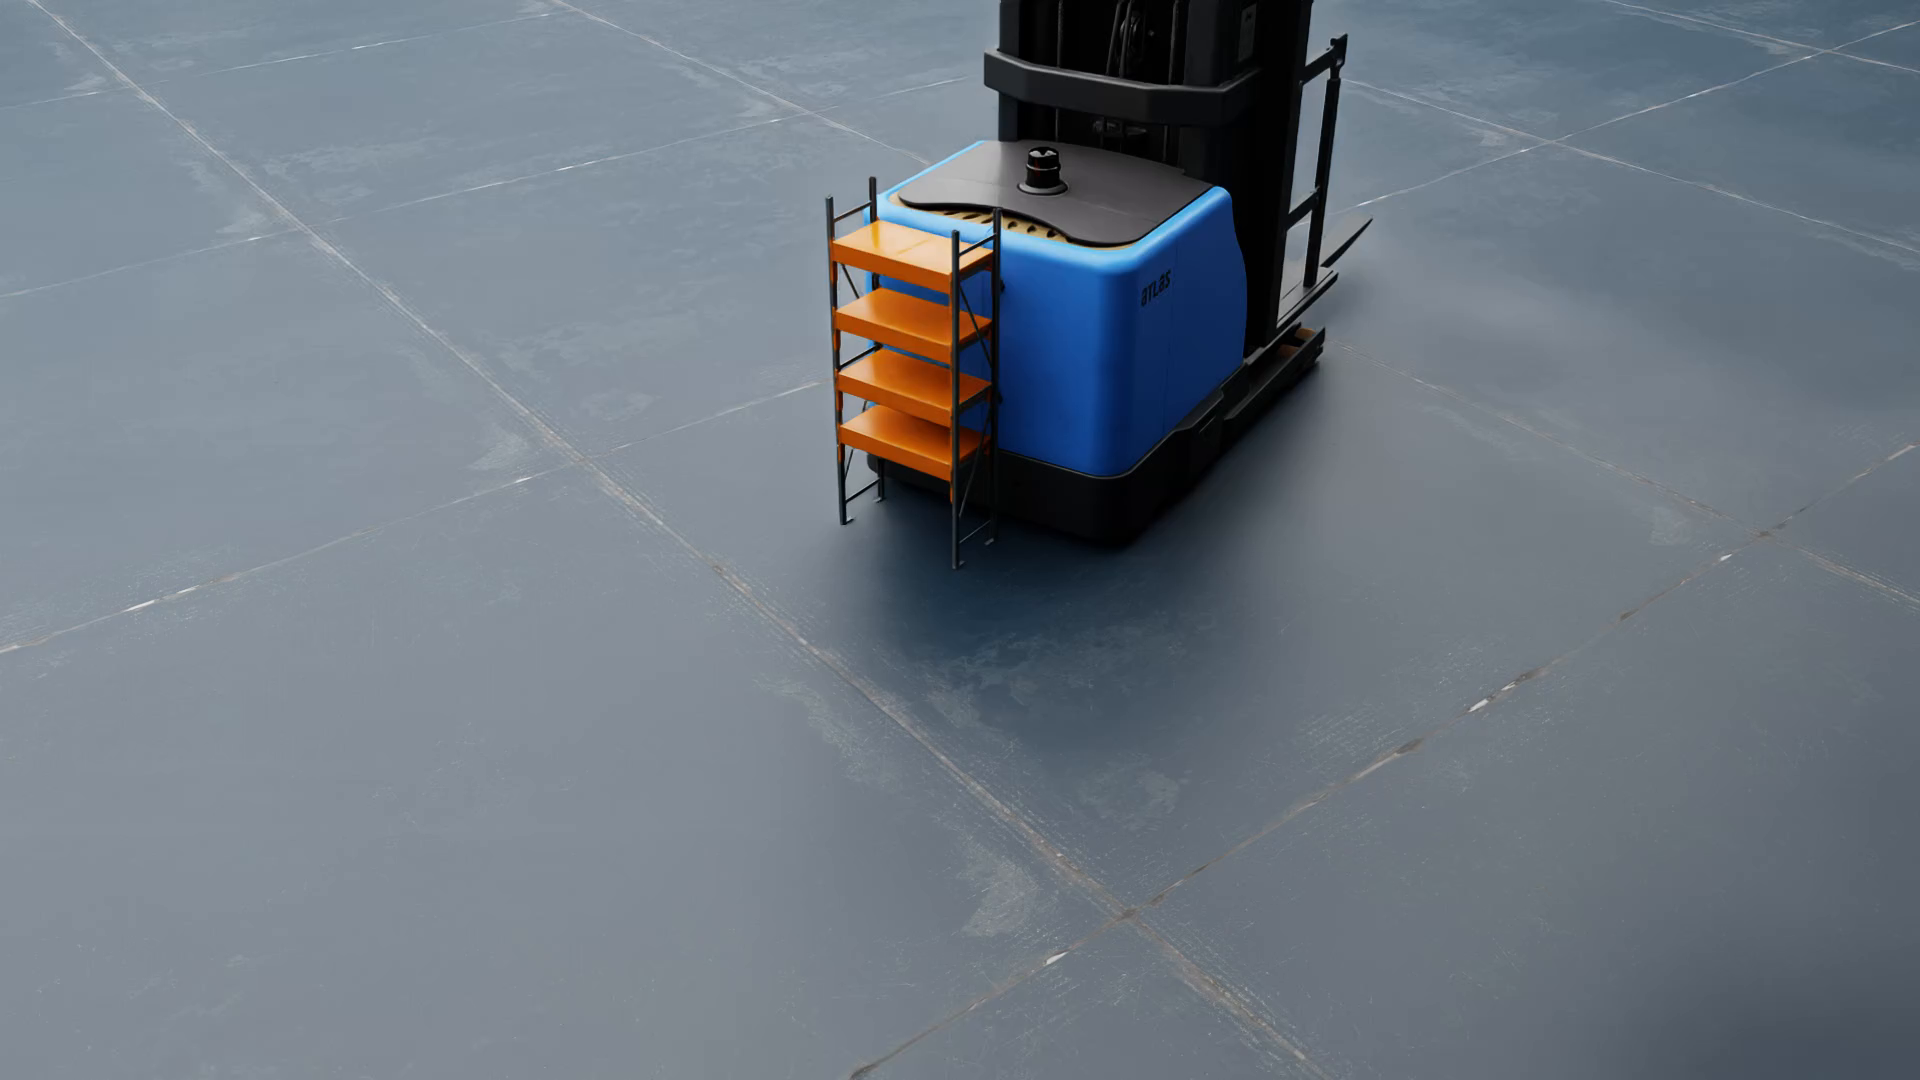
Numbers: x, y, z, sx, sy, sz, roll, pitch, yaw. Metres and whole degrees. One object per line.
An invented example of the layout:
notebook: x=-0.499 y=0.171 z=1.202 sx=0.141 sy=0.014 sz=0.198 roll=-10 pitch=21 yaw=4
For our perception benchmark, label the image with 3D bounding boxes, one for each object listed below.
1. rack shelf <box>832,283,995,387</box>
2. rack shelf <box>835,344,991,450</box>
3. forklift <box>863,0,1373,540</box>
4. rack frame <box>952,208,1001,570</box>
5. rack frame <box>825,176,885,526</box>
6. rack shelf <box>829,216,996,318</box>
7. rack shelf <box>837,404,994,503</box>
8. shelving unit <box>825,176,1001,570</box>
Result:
rack shelf: x=-0.148 y=-0.669 z=5.394 sx=0.480 sy=0.148 sz=0.258 roll=21 pitch=37 yaw=30
rack shelf: x=-0.148 y=-0.480 z=5.512 sx=0.480 sy=0.148 sz=0.258 roll=21 pitch=37 yaw=30
forklift: x=0.856 y=-1.987 z=6.172 sx=1.130 sy=2.935 sz=3.031 roll=18 pitch=36 yaw=26
rack frame: x=0.050 y=-0.462 z=5.356 sx=0.015 sy=1.200 sz=0.240 roll=21 pitch=37 yaw=30
rack frame: x=-0.346 y=-0.612 z=5.597 sx=0.015 sy=1.200 sz=0.240 roll=21 pitch=37 yaw=30
rack shelf: x=-0.148 y=-0.870 z=5.269 sx=0.480 sy=0.148 sz=0.258 roll=21 pitch=37 yaw=30
rack shelf: x=-0.148 y=-0.311 z=5.617 sx=0.480 sy=0.148 sz=0.258 roll=21 pitch=37 yaw=30
shelving unit: x=-0.148 y=-0.537 z=5.477 sx=0.503 sy=1.200 sz=0.258 roll=21 pitch=37 yaw=30
